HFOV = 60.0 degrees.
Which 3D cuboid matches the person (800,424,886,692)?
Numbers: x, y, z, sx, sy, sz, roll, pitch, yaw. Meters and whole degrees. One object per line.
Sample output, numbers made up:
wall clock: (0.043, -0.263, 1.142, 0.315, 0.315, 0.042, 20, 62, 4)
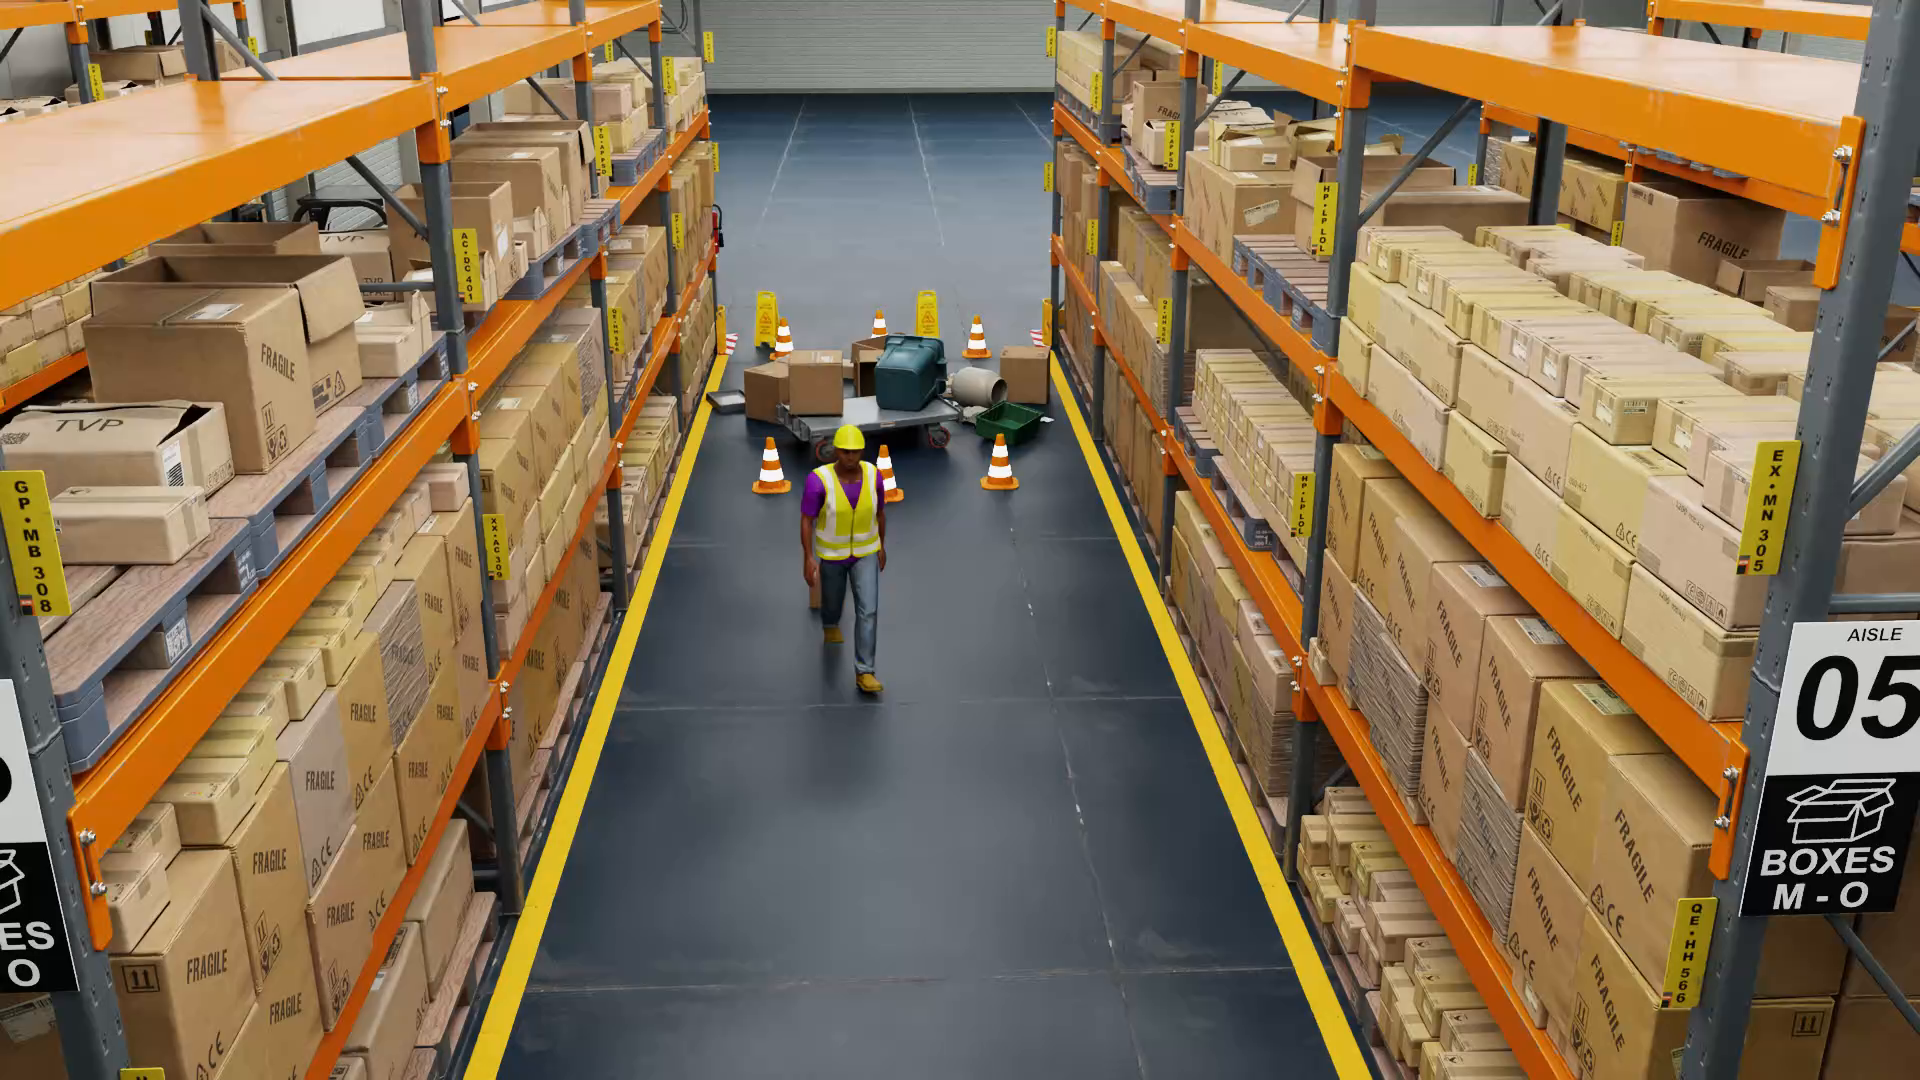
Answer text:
person: (-0.756, 0.065, 10.888, 0.594, 1.729, 1.025, -5, 21, -13)
